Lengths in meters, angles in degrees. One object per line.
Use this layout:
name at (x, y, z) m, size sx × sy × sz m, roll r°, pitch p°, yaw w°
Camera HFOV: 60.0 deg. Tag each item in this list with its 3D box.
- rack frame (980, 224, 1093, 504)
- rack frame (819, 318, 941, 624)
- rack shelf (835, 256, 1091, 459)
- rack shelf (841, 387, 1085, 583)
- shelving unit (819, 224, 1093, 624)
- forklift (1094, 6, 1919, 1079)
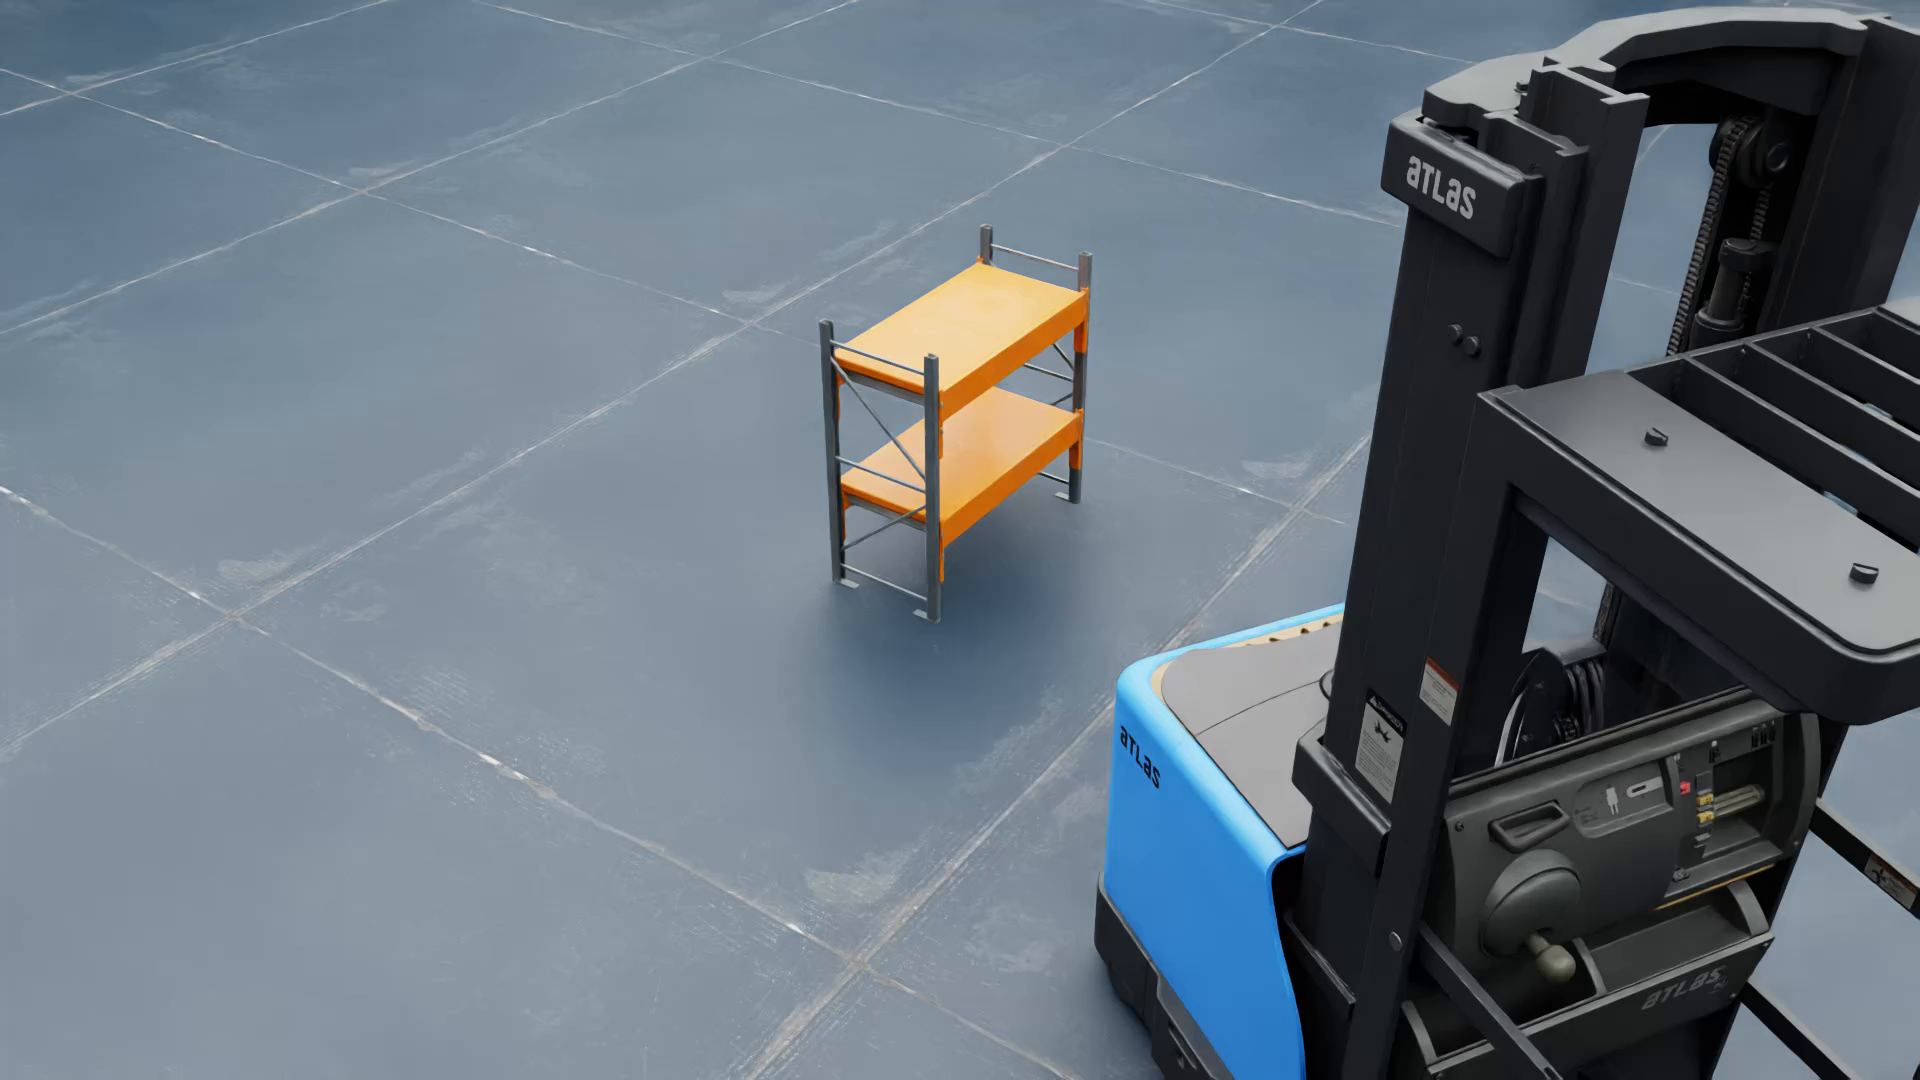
rack frame at (0.294, -0.703, 6.785) m, size 0.500 × 1.125 × 0.032 m, roll 21°, pitch 39°, yaw 28°
rack frame at (-0.286, -0.235, 6.094) m, size 0.500 × 1.125 × 0.032 m, roll 21°, pitch 39°, yaw 28°
rack shelf at (0.004, -0.712, 6.276) m, size 0.538 × 0.278 × 1.000 m, roll 21°, pitch 39°, yaw 28°
rack shelf at (0.004, -0.267, 6.576) m, size 0.538 × 0.278 × 1.000 m, roll 21°, pitch 39°, yaw 28°
shelving unit at (0.004, -0.469, 6.439) m, size 0.538 × 1.125 × 1.048 m, roll 21°, pitch 39°, yaw 28°
forklift at (1.443, 0.652, 3.169) m, size 1.130 × 2.935 × 3.031 m, roll -14°, pitch 36°, yaw -19°
